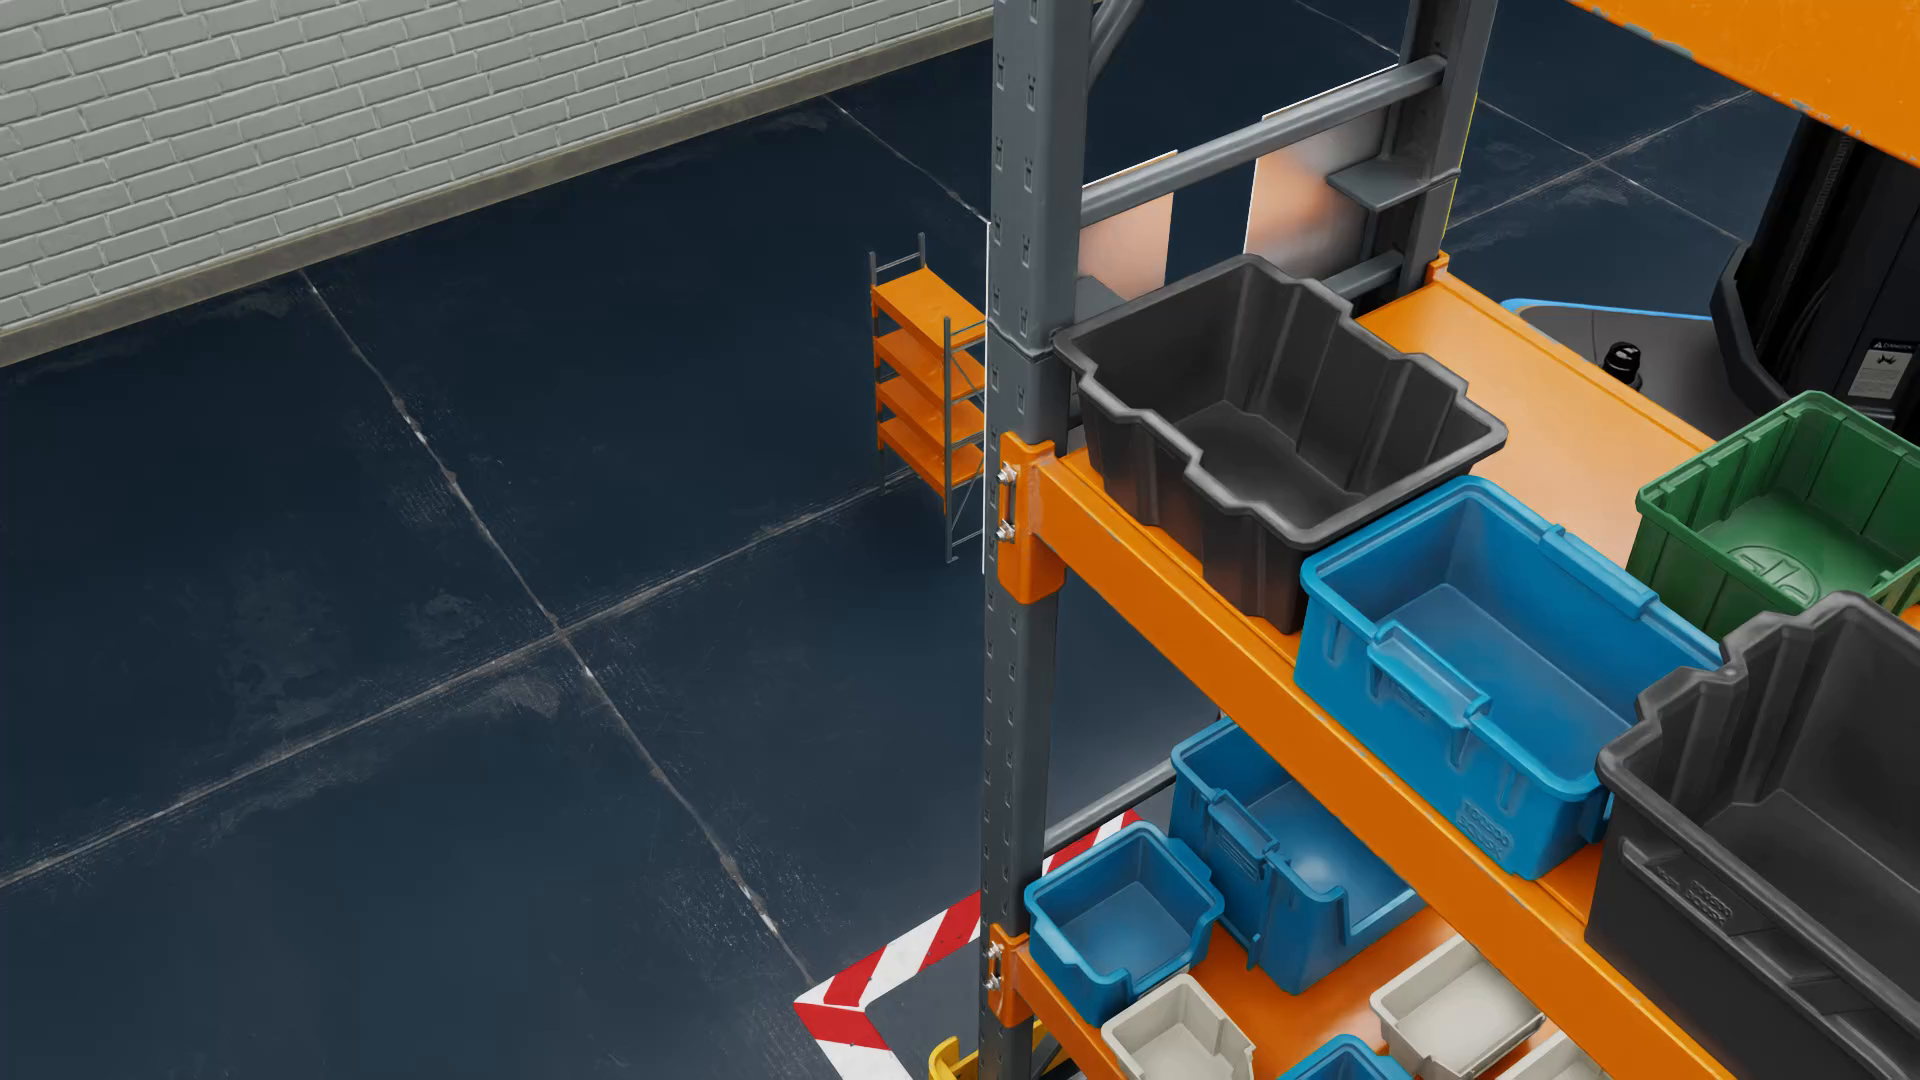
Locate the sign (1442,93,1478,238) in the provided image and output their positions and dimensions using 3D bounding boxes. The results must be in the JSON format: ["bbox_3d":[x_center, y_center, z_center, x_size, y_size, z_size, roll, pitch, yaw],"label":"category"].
[{"bbox_3d":[0.933,-0.708,3.223,0.100,0.325,0.005,-26,49,-24],"label":"sign"}]

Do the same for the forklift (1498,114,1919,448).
[{"bbox_3d":[3.362,-0.687,5.347,3.031,2.935,1.130,7,44,7],"label":"forklift"}]

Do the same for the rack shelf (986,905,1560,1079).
[{"bbox_3d":[1.635,1.959,3.047,1.077,0.370,4.000,-26,49,-24],"label":"rack shelf"}]

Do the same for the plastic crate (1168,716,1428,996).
[{"bbox_3d":[0.836,0.647,3.831,0.616,0.435,0.499,-26,49,-24],"label":"plastic crate"}]

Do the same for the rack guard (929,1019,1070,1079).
[{"bbox_3d":[0.466,1.461,4.857,1.175,0.500,0.348,-26,49,-24],"label":"rack guard"}]

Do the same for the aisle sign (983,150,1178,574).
[{"bbox_3d":[0.206,-0.298,3.007,0.394,0.787,0.004,-26,49,-24],"label":"aisle sign"}]

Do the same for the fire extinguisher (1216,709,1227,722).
[{"bbox_3d":[0.777,0.464,4.418,0.296,0.674,0.183,-26,49,-24],"label":"fire extinguisher"}]

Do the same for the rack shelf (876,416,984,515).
[{"bbox_3d":[-0.095,-0.335,6.617,0.258,0.148,0.480,-26,49,-24],"label":"rack shelf"}]

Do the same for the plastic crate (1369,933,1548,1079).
[{"bbox_3d":[1.106,1.030,3.647,0.396,0.136,0.243,-26,49,-24],"label":"plastic crate"}]

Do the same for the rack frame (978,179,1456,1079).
[{"bbox_3d":[0.491,0.566,3.985,1.000,3.000,0.127,-26,49,-24],"label":"rack frame"}]

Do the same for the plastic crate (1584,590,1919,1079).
[{"bbox_3d":[1.139,0.477,1.951,0.504,0.338,0.767,-26,49,-24],"label":"plastic crate"}]

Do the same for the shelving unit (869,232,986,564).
[{"bbox_3d":[-0.095,-0.528,6.434,0.258,1.200,0.503,-26,49,-24],"label":"shelving unit"}]

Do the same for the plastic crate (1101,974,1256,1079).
[{"bbox_3d":[0.478,1.124,3.548,0.250,0.136,0.298,-26,49,-24],"label":"plastic crate"}]

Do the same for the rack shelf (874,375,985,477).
[{"bbox_3d":[-0.095,-0.479,6.480,0.258,0.148,0.480,-26,49,-24],"label":"rack shelf"}]

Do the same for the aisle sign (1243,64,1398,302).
[{"bbox_3d":[0.690,-0.531,3.251,0.394,0.787,0.004,-26,49,-24],"label":"aisle sign"}]

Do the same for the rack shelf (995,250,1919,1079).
[{"bbox_3d":[1.635,0.874,2.011,1.077,0.370,4.000,-26,49,-24],"label":"rack shelf"}]

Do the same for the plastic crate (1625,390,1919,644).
[{"bbox_3d":[1.289,0.003,2.555,0.450,0.188,0.336,-26,49,-24],"label":"plastic crate"}]

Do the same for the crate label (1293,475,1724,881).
[{"bbox_3d":[0.754,0.185,2.320,0.408,0.251,0.502,-26,49,-24],"label":"crate label"}]

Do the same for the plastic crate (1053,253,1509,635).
[{"bbox_3d":[0.482,-0.144,2.651,0.497,0.269,0.590,-26,49,-24],"label":"plastic crate"}]

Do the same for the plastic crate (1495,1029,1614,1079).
[{"bbox_3d":[1.260,1.200,3.469,0.396,0.136,0.243,-26,49,-24],"label":"plastic crate"}]

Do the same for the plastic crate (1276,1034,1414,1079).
[{"bbox_3d":[0.739,1.247,3.349,0.416,0.233,0.300,-26,49,-24],"label":"plastic crate"}]

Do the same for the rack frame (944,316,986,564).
[{"bbox_3d":[0.045,-0.390,6.289,0.240,1.200,0.015,-26,49,-24],"label":"rack frame"}]

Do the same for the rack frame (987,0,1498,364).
[{"bbox_3d":[0.491,-1.604,1.914,1.000,3.000,0.127,-26,49,-24],"label":"rack frame"}]

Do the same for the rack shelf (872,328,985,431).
[{"bbox_3d":[-0.095,-0.641,6.326,0.258,0.148,0.480,-26,49,-24],"label":"rack shelf"}]

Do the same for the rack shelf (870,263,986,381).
[{"bbox_3d":[-0.095,-0.812,6.163,0.258,0.148,0.480,-26,49,-24],"label":"rack shelf"}]

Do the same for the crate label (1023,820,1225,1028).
[{"bbox_3d":[0.362,0.875,3.739,0.416,0.233,0.303,-26,49,-24],"label":"crate label"}]

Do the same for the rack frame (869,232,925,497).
[{"bbox_3d":[-0.234,-0.666,6.579,0.240,1.200,0.015,-26,49,-24],"label":"rack frame"}]
